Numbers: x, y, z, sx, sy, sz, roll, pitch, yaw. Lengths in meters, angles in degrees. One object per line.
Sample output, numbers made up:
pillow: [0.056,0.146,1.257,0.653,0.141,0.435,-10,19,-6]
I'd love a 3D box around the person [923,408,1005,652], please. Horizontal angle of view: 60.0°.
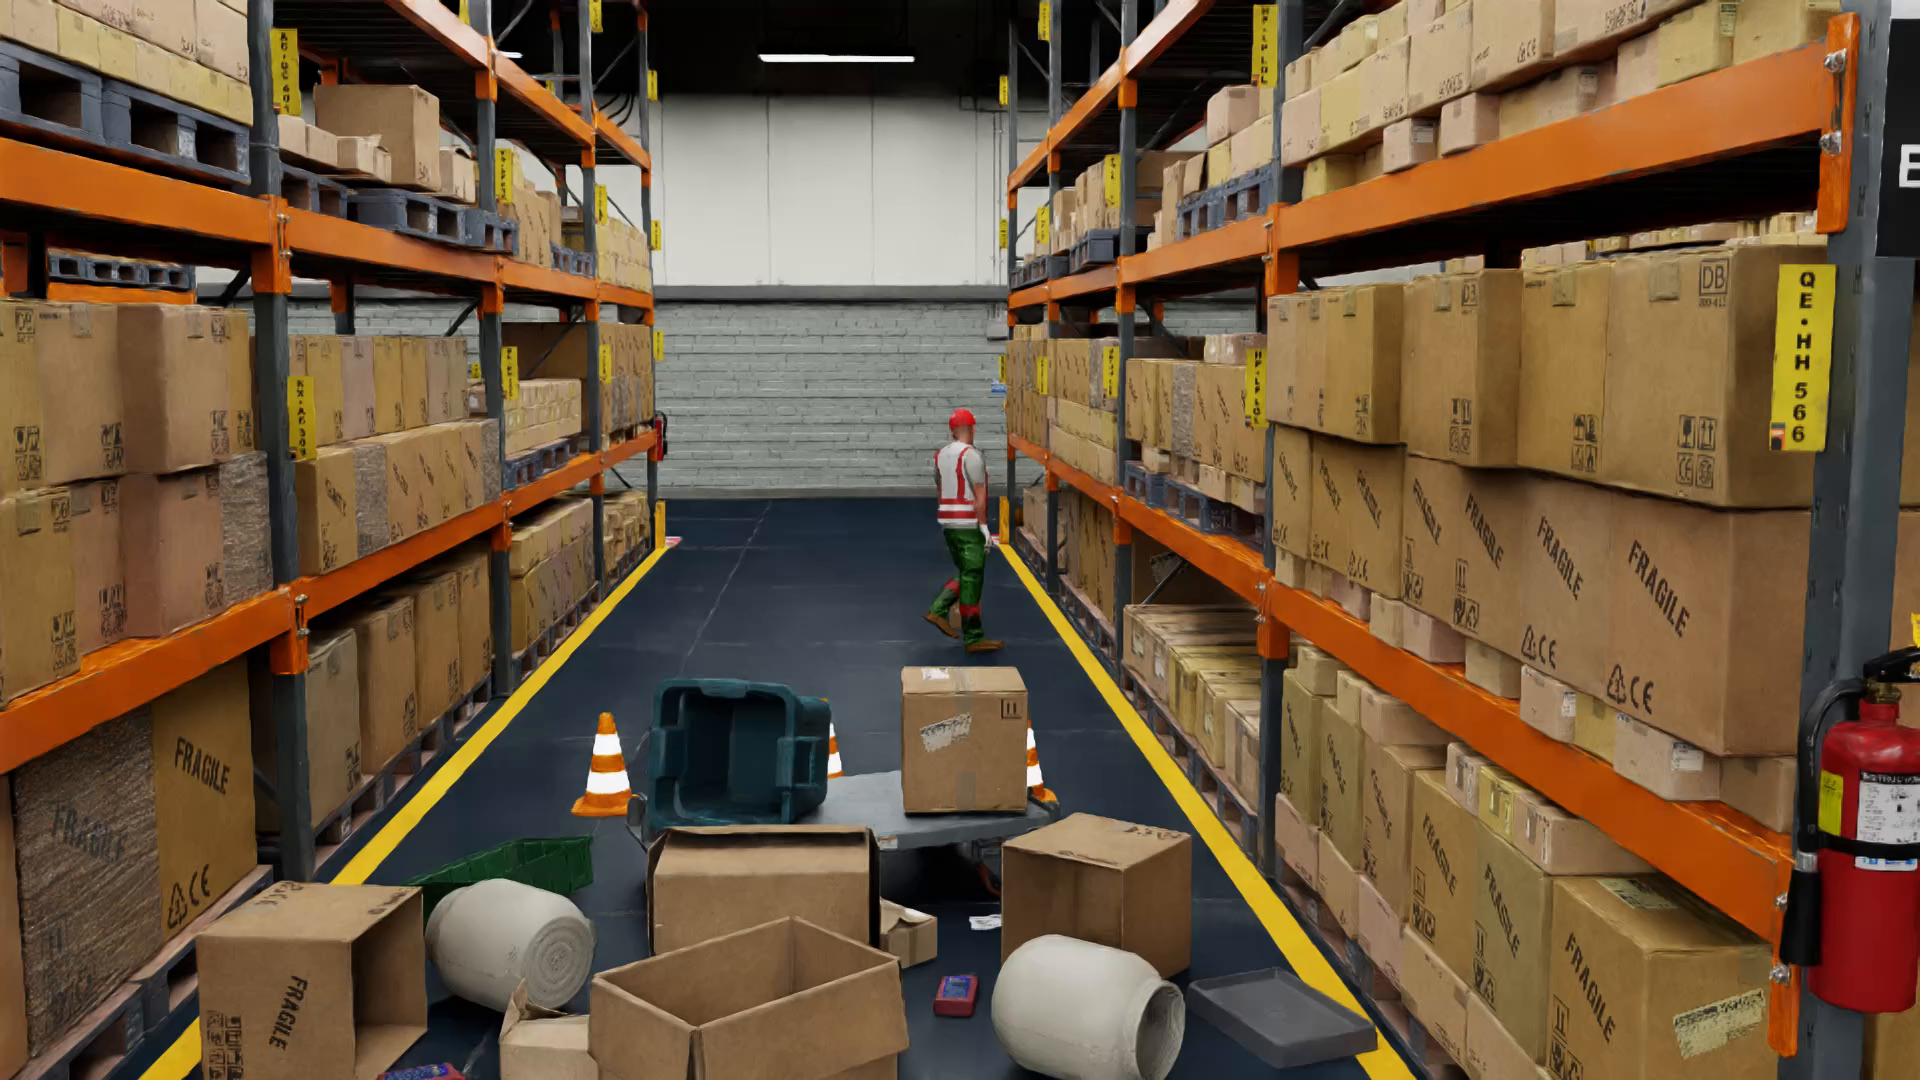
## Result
person: [-0.010,-0.082,12.291,0.509,1.776,0.634,-4,8,-32]
